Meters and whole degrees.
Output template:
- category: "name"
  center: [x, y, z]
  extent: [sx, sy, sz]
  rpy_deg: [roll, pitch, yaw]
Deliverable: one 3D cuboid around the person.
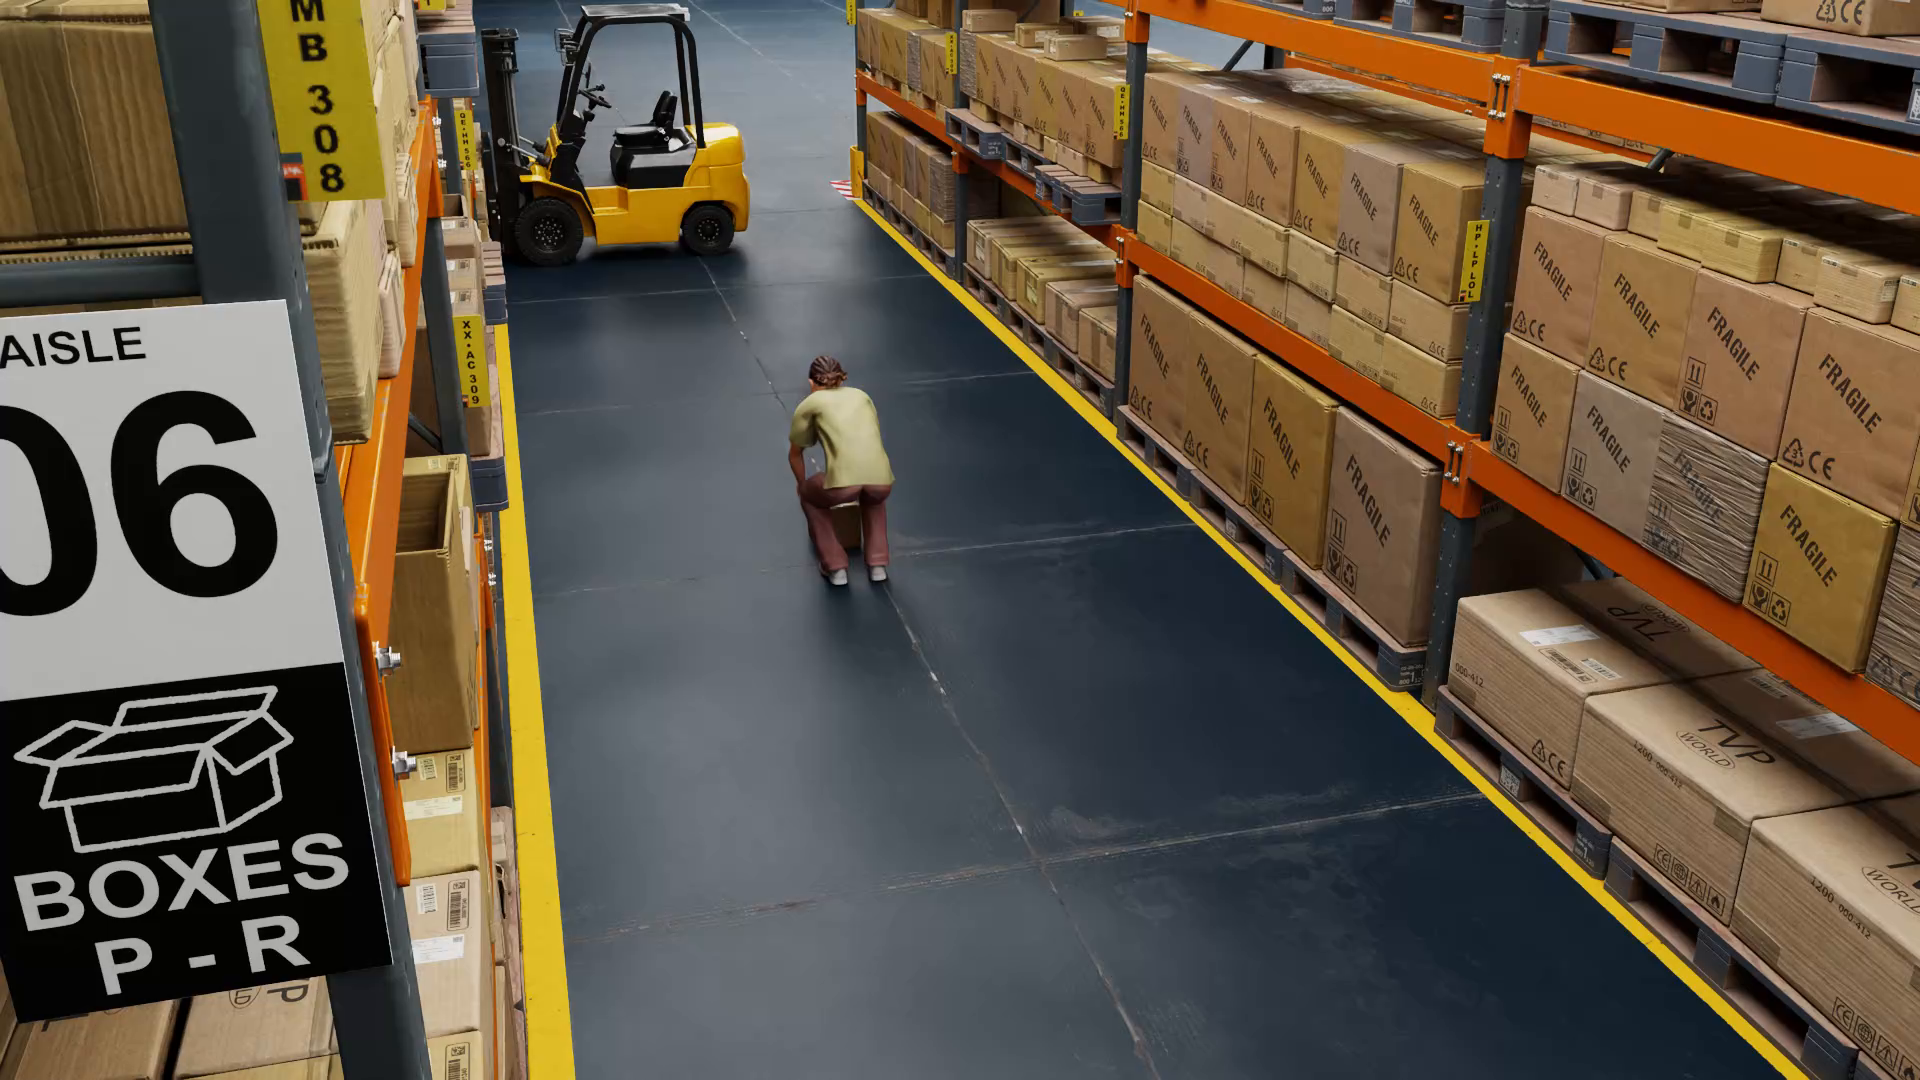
- category: "person"
  center: [-0.620, -0.354, 8.667]
  extent: [0.503, 1.102, 0.757]
  rpy_deg: [-6, 24, -14]
